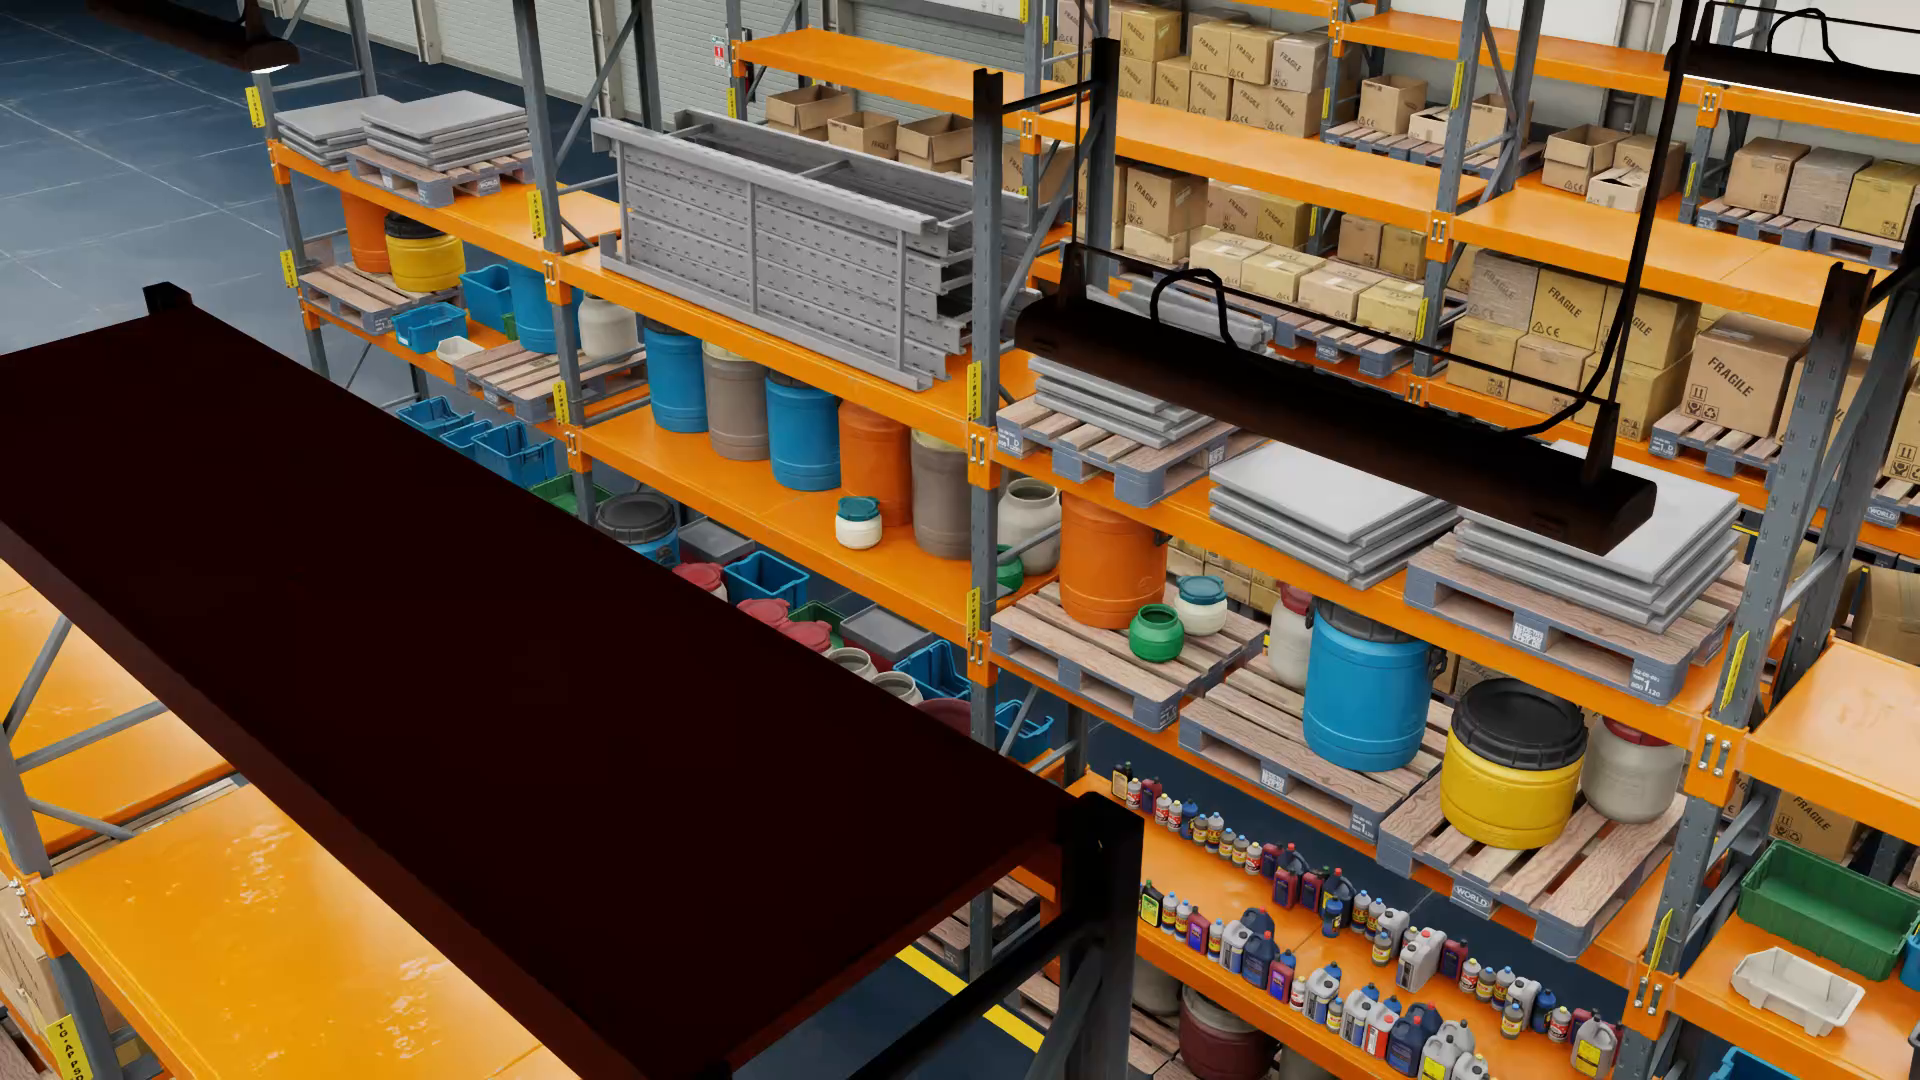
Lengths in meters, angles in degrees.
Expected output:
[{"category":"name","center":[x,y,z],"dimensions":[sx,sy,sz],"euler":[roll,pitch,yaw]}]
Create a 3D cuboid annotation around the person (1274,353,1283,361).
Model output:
[{"category":"person","center":[3.334,-2.045,18.285],"dimensions":[1.021,1.506,0.430],"euler":[6,30,10]}]
